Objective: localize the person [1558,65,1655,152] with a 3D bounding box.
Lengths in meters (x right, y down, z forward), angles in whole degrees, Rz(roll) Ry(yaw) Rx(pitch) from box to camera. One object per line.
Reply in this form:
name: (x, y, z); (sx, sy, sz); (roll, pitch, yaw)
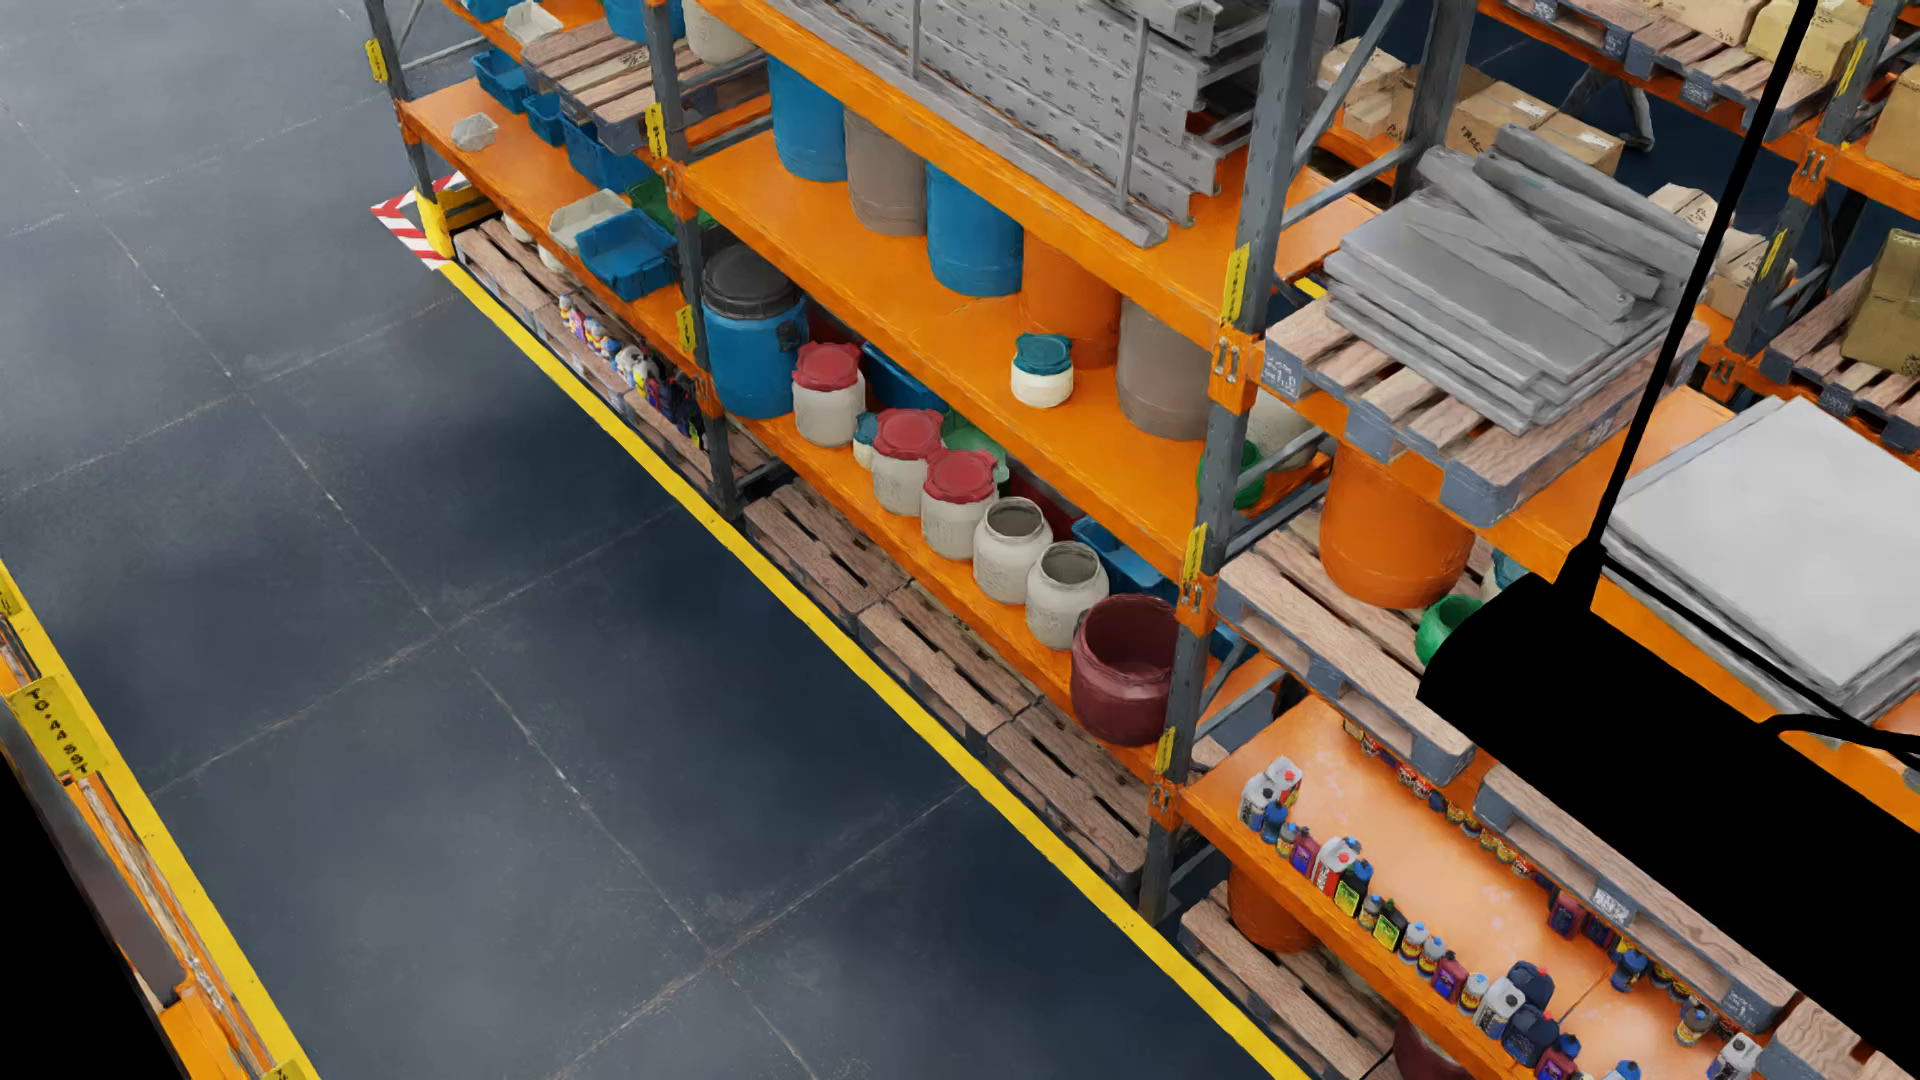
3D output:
person: (5.407, -4.060, 13.631); (1.029, 1.697, 0.538); (32, 54, 27)
